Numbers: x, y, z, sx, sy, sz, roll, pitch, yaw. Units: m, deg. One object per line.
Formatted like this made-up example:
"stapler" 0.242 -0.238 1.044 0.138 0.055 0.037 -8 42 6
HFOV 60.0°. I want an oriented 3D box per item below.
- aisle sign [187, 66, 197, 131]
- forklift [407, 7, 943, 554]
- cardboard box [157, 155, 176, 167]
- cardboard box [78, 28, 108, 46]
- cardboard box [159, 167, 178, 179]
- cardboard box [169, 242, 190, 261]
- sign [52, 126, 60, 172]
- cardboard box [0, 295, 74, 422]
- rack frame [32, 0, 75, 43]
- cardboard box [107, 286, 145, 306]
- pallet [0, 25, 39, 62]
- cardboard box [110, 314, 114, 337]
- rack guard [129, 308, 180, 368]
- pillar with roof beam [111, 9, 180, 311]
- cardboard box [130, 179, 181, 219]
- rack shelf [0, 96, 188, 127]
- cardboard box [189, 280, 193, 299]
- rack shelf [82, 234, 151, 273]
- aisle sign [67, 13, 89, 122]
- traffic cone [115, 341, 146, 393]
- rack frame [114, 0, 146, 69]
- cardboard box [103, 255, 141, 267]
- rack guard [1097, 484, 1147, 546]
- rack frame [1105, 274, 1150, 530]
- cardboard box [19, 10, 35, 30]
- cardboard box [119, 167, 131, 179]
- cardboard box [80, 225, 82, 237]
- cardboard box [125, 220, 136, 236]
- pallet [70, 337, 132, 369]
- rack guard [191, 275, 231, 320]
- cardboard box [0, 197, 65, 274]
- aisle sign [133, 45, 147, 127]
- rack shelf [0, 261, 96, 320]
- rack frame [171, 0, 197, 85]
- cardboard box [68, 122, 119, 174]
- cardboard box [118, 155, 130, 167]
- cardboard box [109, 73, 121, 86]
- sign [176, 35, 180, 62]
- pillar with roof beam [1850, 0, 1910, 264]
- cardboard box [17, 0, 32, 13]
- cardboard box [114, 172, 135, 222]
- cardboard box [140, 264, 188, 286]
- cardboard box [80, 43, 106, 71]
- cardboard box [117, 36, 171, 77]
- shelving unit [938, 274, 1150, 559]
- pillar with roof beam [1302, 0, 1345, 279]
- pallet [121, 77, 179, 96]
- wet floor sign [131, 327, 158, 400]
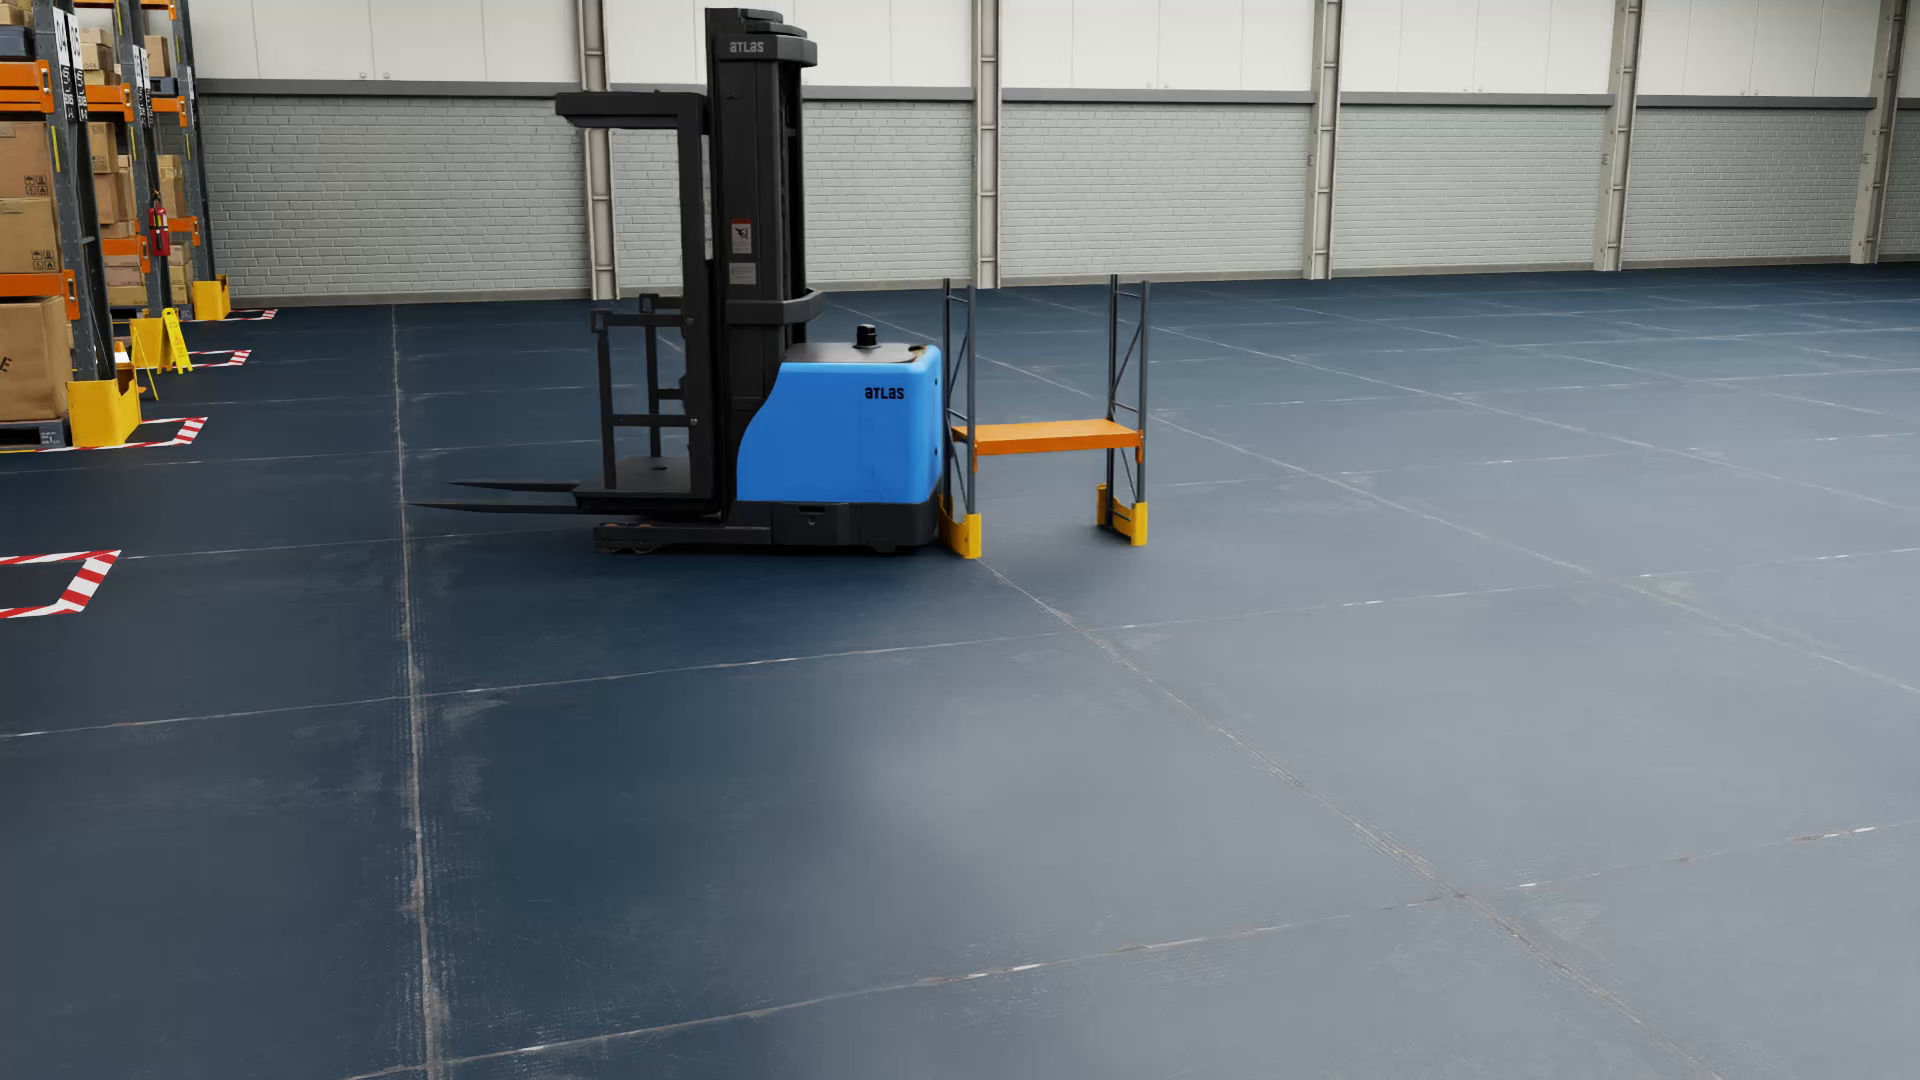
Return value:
"aisle sign" -9.858 -5.663 21.351 0.004 0.787 0.394 -4 14 -18
"forklift" -1.646 -1.469 9.483 3.031 2.935 1.130 1 13 4
"cardboard box" -10.287 -4.894 21.476 0.250 0.149 0.380 -4 14 -18
"cardboard box" -8.654 -5.005 16.539 0.250 0.149 0.380 -4 14 -18
"cardboard box" -10.254 -4.735 21.450 0.250 0.149 0.380 -4 14 -17
"cardboard box" -10.530 -3.817 22.082 0.500 0.250 0.500 -5 14 -19
"sign" -6.593 -2.850 12.128 0.005 0.325 0.100 -4 14 -18
"cardboard box" -7.375 -1.397 12.720 0.875 0.875 0.875 -4 14 -18
"rack frame" -6.753 -5.210 12.100 0.127 3.000 1.000 -4 14 -18
"cardboard box" -10.833 -3.186 21.589 0.500 0.250 0.500 -4 14 -18
"pallet" -7.453 -3.651 12.217 1.213 0.211 1.003 -4 14 -18
"cardboard box" -9.280 -2.237 17.601 0.500 0.250 0.500 -5 14 -19
"rack guard" -8.500 -2.148 17.592 0.348 0.500 1.175 -4 14 -18
"pillar with roof beam" -9.589 -6.579 17.854 0.400 9.000 9.100 -4 14 -18
"cardboard box" -10.397 -4.413 21.496 0.500 0.500 0.500 -5 14 -19
"rack shelf" -11.910 -5.420 21.018 4.000 0.370 1.077 -4 14 -18
"cardboard box" -10.542 -3.331 22.200 0.500 0.250 0.500 -4 14 -18
"rack shelf" -10.323 -2.872 16.789 4.000 0.370 1.077 -4 14 -18
"aisle sign" -6.782 -3.627 12.792 0.004 0.787 0.394 -4 14 -18
"traffic cone" -7.747 -1.602 15.379 0.334 0.463 0.336 -4 14 -18
"rack frame" -8.428 -6.288 16.632 0.127 3.000 1.000 -4 14 -18
"cardboard box" -10.833 -3.670 21.462 0.500 0.250 0.500 -4 14 -17
"rack guard" 0.944 -0.151 9.739 0.087 0.250 0.587 -4 14 -17
"rack frame" 0.963 -0.761 9.600 0.032 1.500 0.500 -4 14 -17
"cardboard box" -7.180 -3.926 12.605 0.250 0.149 0.380 -4 14 -18
"cardboard box" -10.752 -4.704 21.319 0.250 0.149 0.380 -4 14 -17
"cardboard box" -8.919 -3.130 16.862 0.250 0.149 0.380 -5 14 -19
"cardboard box" -8.816 -3.268 17.441 0.250 0.149 0.380 -4 14 -18
"pallet" -9.281 -1.955 17.406 1.213 0.211 1.003 -4 14 -18
"rack guard" -9.992 -3.244 22.199 0.348 0.500 1.175 -4 14 -18
"cardboard box" -7.090 -2.327 12.620 0.550 0.550 0.875 -4 14 -18
"aisle sign" -8.276 -4.575 16.778 0.004 0.787 0.394 -4 14 -18
"rack shelf" -8.649 -1.794 12.257 4.000 0.370 1.077 -4 14 -18
"rack frame" -10.014 -7.377 21.208 0.127 3.000 1.000 -4 14 -18
"cardboard box" -8.842 -3.964 16.805 0.500 0.500 0.700 -5 14 -19
"cardboard box" -10.750 -4.844 21.264 0.250 0.149 0.380 -4 14 -17
"cardboard box" -8.846 -4.753 17.205 0.250 0.149 0.380 -4 14 -18
"sign" -9.854 -6.189 20.957 0.005 0.325 0.100 -4 14 -18
"pillar with roof beam" 18.845 -8.793 27.162 0.400 9.000 9.100 -4 14 -18
"cardboard box" -7.292 -4.096 12.456 0.500 0.250 0.500 -4 14 -18
"cardboard box" -8.965 -3.589 17.389 0.500 0.500 0.500 -5 14 -19
"cardboard box" -10.376 -3.463 21.675 0.500 0.250 0.500 -5 14 -19
"cardboard box" -8.827 -4.804 16.555 0.500 0.250 0.500 -5 14 -19
"cardboard box" -10.356 -6.133 21.121 0.500 0.500 0.500 -4 14 -16
"shelving unit" 0.469 -0.725 9.449 1.083 1.500 0.587 -4 14 -17
"pillar with roof beam" 7.471 -7.907 23.439 0.400 9.000 9.100 -4 14 -18
"pallet" -10.693 -5.828 21.370 1.213 0.211 1.003 -4 14 -18
"wet floor sign" -7.357 -1.582 14.901 0.232 0.644 0.267 -7 15 -28
